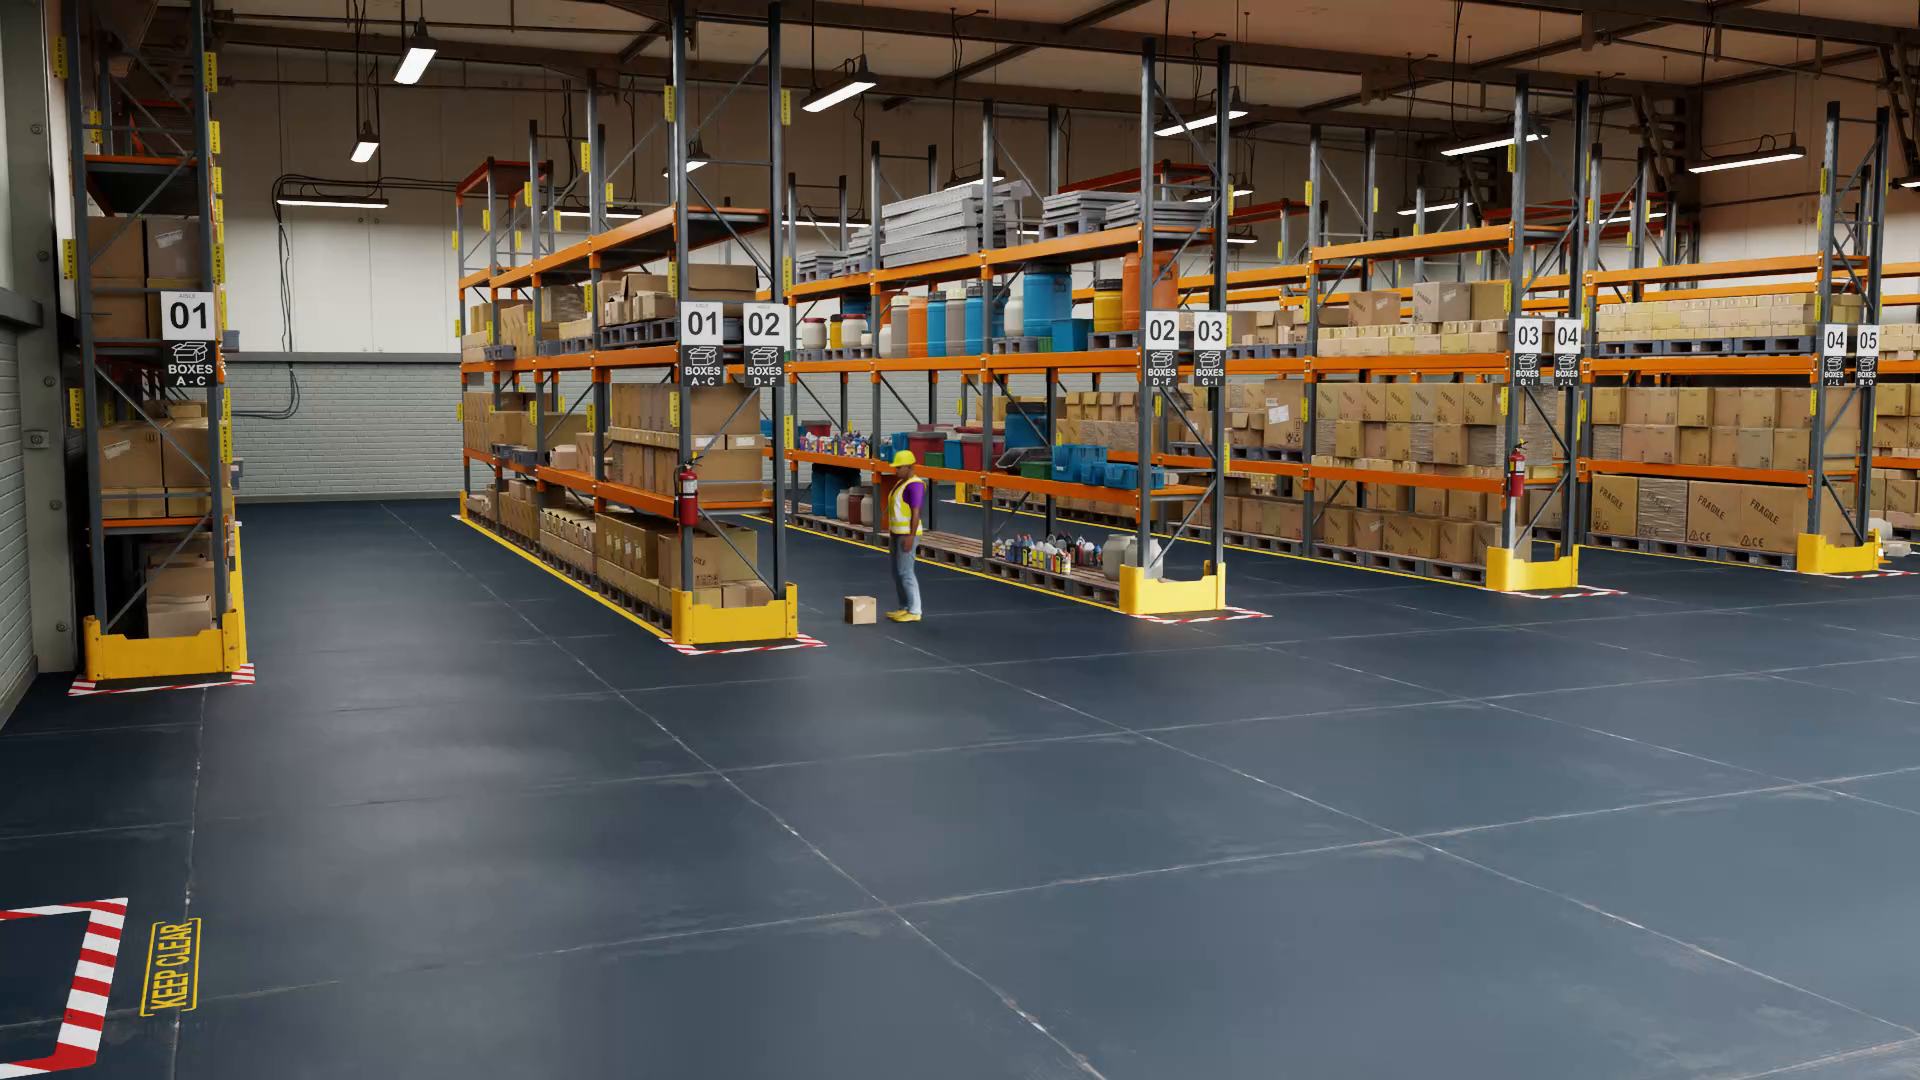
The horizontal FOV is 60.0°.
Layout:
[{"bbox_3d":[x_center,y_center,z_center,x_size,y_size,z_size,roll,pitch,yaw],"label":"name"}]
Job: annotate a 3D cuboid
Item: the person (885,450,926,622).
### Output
[{"bbox_3d":[-0.565,-0.050,17.181,0.362,1.762,0.566,-2,6,-23],"label":"person"}]
